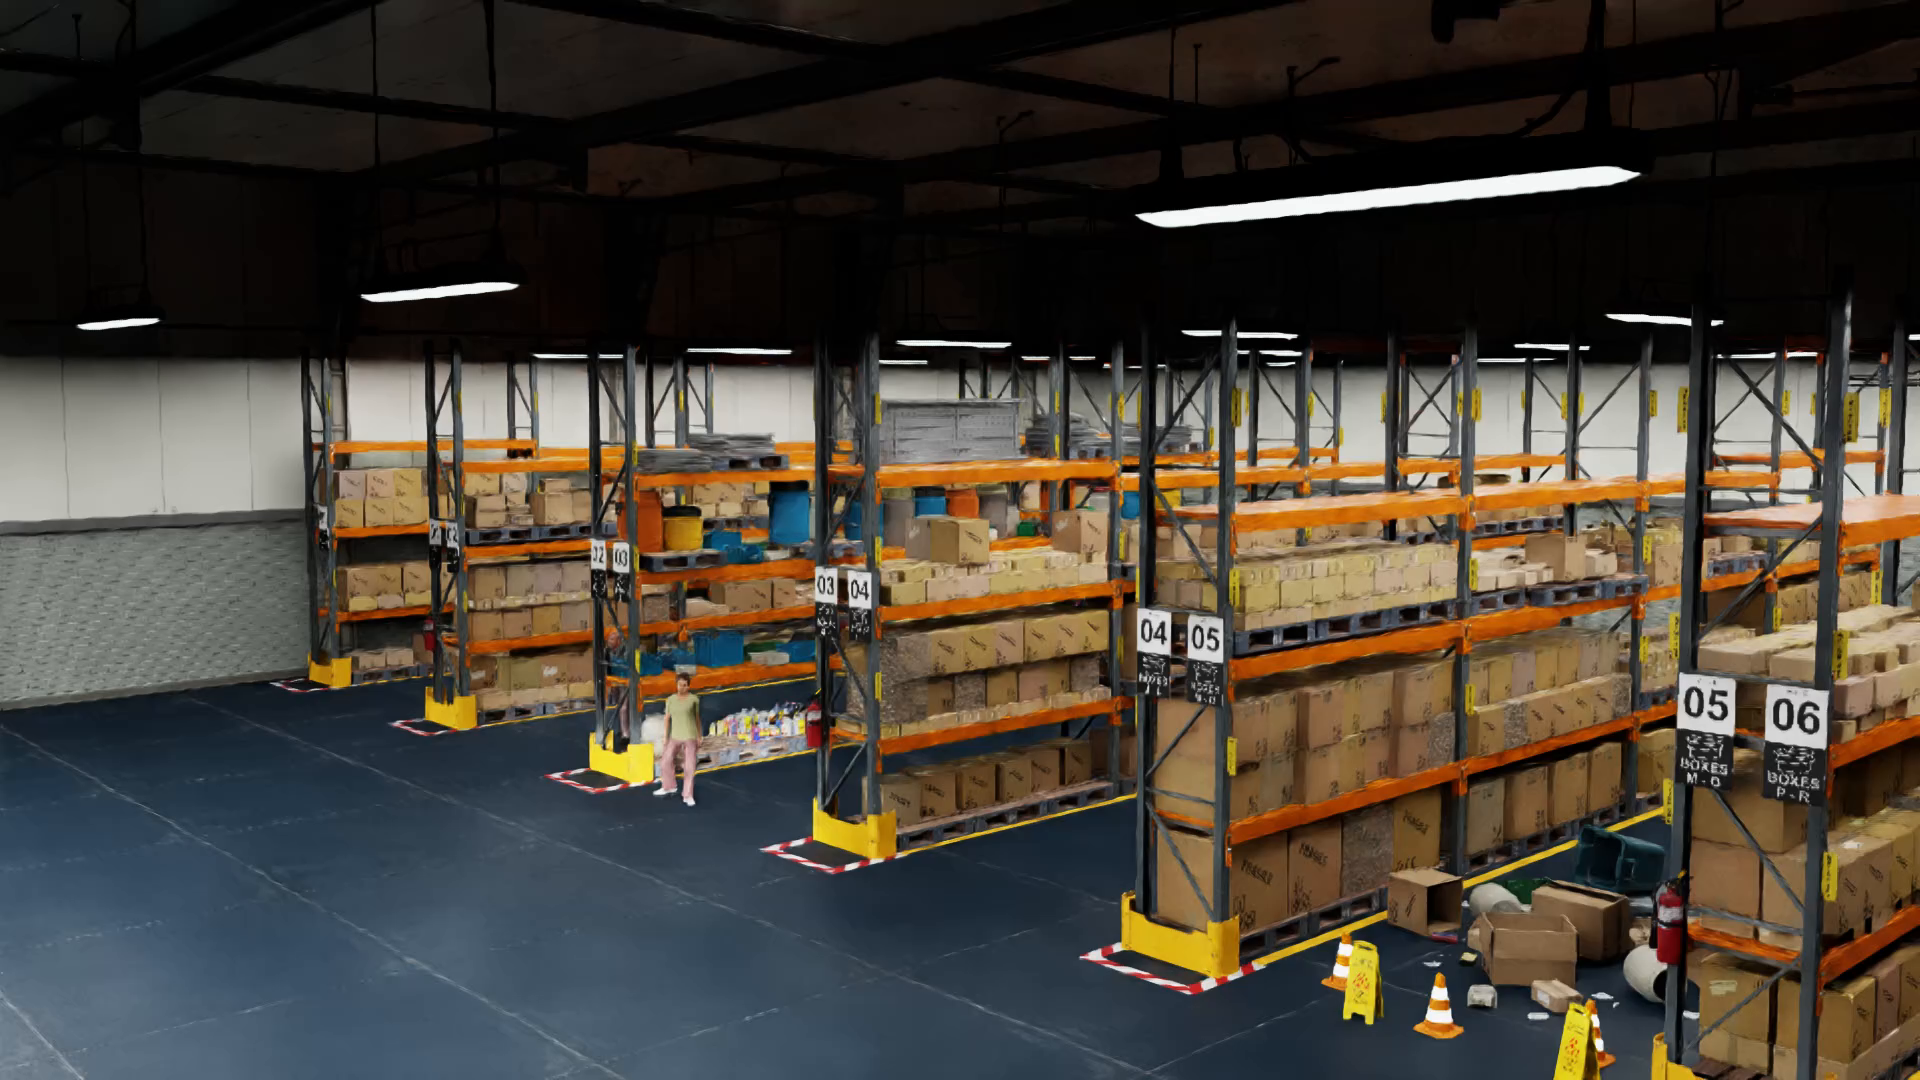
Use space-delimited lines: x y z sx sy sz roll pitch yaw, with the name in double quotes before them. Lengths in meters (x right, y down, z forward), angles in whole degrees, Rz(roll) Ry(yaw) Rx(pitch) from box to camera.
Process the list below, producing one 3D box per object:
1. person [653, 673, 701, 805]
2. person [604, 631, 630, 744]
"person" -3.605 2.490 21.038 0.648 1.664 0.476 0 5 3
"person" -5.013 2.157 24.725 0.682 1.661 0.844 3 6 30
